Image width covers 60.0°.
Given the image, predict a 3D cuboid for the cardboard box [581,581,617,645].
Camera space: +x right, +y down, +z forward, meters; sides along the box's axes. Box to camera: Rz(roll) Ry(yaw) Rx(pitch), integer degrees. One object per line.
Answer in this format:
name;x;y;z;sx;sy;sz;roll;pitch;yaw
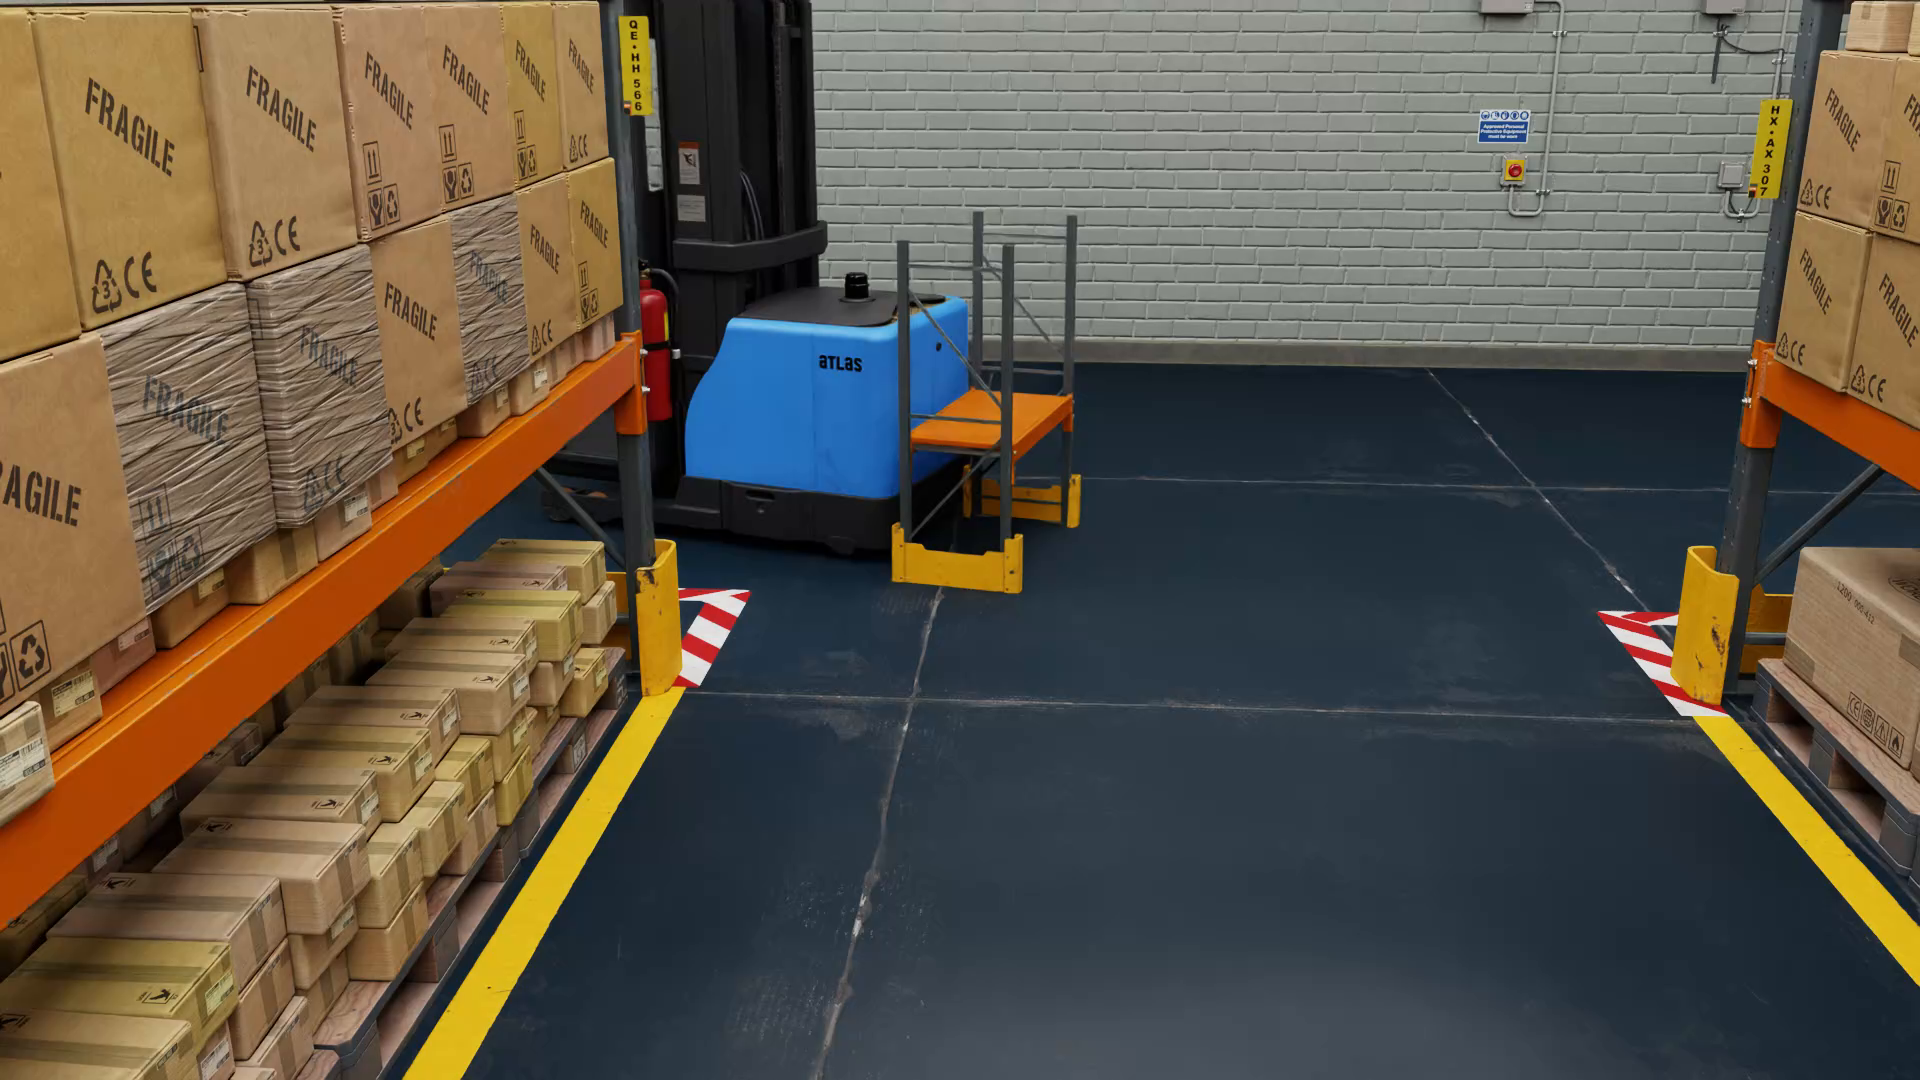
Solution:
cardboard box;-1.410;0.249;5.771;0.380;0.149;0.250;1;18;2

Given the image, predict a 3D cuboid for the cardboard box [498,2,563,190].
cardboard box;-1.478;-1.294;4.810;0.500;0.500;0.500;1;18;2

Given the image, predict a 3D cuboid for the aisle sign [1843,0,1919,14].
aisle sign;3.004;-2.120;5.401;0.394;0.787;0.004;1;18;4

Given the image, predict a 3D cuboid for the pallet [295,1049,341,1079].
pallet;-1.931;1.423;3.241;1.003;0.211;1.213;1;18;4

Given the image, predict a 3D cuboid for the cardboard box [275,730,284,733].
cardboard box;-2.006;0.560;4.824;0.380;0.149;0.250;0;18;1

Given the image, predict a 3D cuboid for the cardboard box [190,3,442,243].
cardboard box;-1.541;-0.968;3.815;0.500;0.500;0.500;1;18;2

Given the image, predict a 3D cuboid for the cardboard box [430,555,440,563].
cardboard box;-2.033;0.093;5.771;0.380;0.149;0.250;0;18;1

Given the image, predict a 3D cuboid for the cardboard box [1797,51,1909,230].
cardboard box;2.969;-1.236;5.111;0.500;0.500;0.500;1;18;3

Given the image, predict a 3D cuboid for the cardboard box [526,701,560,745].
cardboard box;-1.509;0.551;5.329;0.380;0.149;0.250;1;18;4

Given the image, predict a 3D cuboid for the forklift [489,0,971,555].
forklift;-1.512;-1.603;8.107;3.031;2.935;1.130;7;20;22

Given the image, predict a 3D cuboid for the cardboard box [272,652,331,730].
cardboard box;-2.043;0.421;4.769;0.380;0.149;0.250;2;18;6

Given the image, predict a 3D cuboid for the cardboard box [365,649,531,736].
cardboard box;-1.455;0.431;4.738;0.380;0.149;0.250;2;18;6

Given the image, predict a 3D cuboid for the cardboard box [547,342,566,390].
cardboard box;-1.456;-0.553;5.198;0.380;0.149;0.250;1;18;3

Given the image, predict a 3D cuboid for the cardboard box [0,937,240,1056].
cardboard box;-1.664;0.914;3.266;0.380;0.149;0.250;1;18;3

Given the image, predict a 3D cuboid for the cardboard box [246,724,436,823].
cardboard box;-1.575;0.593;4.245;0.380;0.149;0.250;1;18;4

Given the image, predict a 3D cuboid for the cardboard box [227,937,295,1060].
cardboard box;-1.666;0.975;3.557;0.380;0.149;0.250;0;18;1

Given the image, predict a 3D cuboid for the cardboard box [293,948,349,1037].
cardboard box;-1.659;1.031;3.862;0.380;0.149;0.250;1;18;2

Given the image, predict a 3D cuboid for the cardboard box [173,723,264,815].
cardboard box;-2.030;0.582;4.278;0.380;0.149;0.250;1;18;4

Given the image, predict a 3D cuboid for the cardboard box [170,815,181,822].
cardboard box;-2.014;0.728;4.309;0.380;0.149;0.250;2;18;7

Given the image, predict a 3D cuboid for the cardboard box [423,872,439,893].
cardboard box;-1.602;0.870;4.356;0.380;0.149;0.250;2;18;5

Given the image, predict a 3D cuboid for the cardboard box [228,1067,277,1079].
cardboard box;-1.612;1.196;3.361;0.380;0.149;0.250;1;18;4

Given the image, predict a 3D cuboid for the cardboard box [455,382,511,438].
cardboard box;-1.500;-0.392;4.707;0.380;0.149;0.250;0;18;1

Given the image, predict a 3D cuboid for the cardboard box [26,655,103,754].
cardboard box;-1.652;0.264;2.703;0.380;0.149;0.250;2;18;6

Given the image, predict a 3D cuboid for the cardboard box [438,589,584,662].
cardboard box;-1.409;0.268;5.237;0.380;0.149;0.250;1;18;3

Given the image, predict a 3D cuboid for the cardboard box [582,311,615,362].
cardboard box;-1.398;-0.708;5.670;0.380;0.149;0.250;1;18;4

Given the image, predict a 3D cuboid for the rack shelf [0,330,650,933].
rack shelf;-1.800;0.028;4.175;1.077;0.370;4.000;1;18;4

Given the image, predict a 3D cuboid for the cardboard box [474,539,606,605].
cardboard box;-1.442;0.108;5.726;0.380;0.149;0.250;1;18;5

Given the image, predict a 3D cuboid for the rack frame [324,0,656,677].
rack frame;-1.657;-0.935;5.959;1.000;3.000;0.127;1;18;4

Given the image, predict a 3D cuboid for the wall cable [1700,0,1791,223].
wall cable;5.084;-3.062;10.820;0.588;1.984;0.122;1;18;4

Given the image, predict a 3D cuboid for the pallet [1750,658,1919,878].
pallet;3.309;0.719;5.388;1.003;0.211;1.213;1;18;4

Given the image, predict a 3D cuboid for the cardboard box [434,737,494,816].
cardboard box;-1.507;0.651;4.545;0.380;0.149;0.250;2;18;7

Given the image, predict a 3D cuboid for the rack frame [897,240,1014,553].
rack frame;-0.020;-0.510;7.070;0.500;1.500;0.032;6;19;17

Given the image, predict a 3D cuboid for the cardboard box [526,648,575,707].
cardboard box;-1.445;0.411;5.279;0.380;0.149;0.250;1;18;2

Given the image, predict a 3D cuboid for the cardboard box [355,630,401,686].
cardboard box;-1.956;0.398;5.318;0.380;0.149;0.250;2;18;5

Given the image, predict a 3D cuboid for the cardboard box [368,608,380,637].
cardboard box;-2.079;0.256;5.272;0.380;0.149;0.250;1;18;4

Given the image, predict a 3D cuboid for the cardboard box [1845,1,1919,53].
cardboard box;2.986;-1.583;5.128;0.380;0.149;0.250;2;18;5

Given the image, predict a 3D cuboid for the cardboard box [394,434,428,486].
cardboard box;-1.581;-0.227;4.202;0.380;0.149;0.250;2;18;5

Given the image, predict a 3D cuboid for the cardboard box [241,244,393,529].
cardboard box;-1.556;-0.339;3.502;0.500;0.500;0.500;1;18;3

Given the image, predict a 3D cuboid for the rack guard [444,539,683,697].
rack guard;-1.662;0.277;6.276;1.175;0.500;0.348;1;18;4

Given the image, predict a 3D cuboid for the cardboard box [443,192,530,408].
cardboard box;-1.501;-0.661;4.484;0.500;0.500;0.500;1;18;4

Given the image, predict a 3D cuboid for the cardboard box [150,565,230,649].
cardboard box;-1.660;0.096;3.216;0.380;0.149;0.250;0;18;1

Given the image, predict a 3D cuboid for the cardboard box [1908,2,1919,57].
cardboard box;2.905;-1.421;4.636;0.380;0.149;0.250;2;18;6

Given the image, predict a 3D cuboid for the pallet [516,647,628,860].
pallet;-1.756;0.665;5.553;1.003;0.211;1.213;1;18;4

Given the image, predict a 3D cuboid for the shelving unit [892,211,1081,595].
shelving unit;0.143;-0.663;7.537;0.587;1.500;1.083;6;19;17

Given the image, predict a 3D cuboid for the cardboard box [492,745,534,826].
cardboard box;-1.469;0.708;4.848;0.380;0.149;0.250;0;18;1

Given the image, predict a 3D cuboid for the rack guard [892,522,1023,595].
rack guard;-0.014;0.078;7.282;0.587;0.250;0.087;6;19;17

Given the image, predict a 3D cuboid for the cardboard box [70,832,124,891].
cardboard box;-2.164;0.741;3.793;0.380;0.149;0.250;0;18;1

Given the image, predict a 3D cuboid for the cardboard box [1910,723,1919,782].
cardboard box;3.283;0.654;4.551;0.875;0.438;0.875;2;18;5

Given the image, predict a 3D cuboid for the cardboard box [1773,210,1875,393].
cardboard box;2.967;-0.761;5.266;0.500;0.500;0.500;1;18;3

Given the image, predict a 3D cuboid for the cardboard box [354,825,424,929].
cardboard box;-1.541;0.813;4.050;0.380;0.149;0.250;1;18;3

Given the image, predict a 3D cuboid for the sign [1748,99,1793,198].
sign;2.735;-1.319;5.614;0.100;0.325;0.005;1;18;4

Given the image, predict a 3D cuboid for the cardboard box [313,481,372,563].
cardboard box;-1.551;-0.064;3.704;0.380;0.149;0.250;2;18;6

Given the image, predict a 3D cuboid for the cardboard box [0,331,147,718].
cardboard box;-1.657;-0.030;2.558;0.500;0.500;0.500;1;18;3

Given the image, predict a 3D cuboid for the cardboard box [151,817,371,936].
cardboard box;-1.569;0.755;3.750;0.380;0.149;0.250;2;18;5

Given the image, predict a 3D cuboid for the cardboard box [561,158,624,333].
cardboard box;-1.432;-0.978;5.454;0.500;0.500;0.500;2;18;5

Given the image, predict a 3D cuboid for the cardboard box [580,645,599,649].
cardboard box;-1.486;0.388;5.824;0.380;0.149;0.250;2;18;5

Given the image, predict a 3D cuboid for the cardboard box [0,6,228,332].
cardboard box;-1.646;-0.653;2.853;0.500;0.500;0.500;1;18;2
